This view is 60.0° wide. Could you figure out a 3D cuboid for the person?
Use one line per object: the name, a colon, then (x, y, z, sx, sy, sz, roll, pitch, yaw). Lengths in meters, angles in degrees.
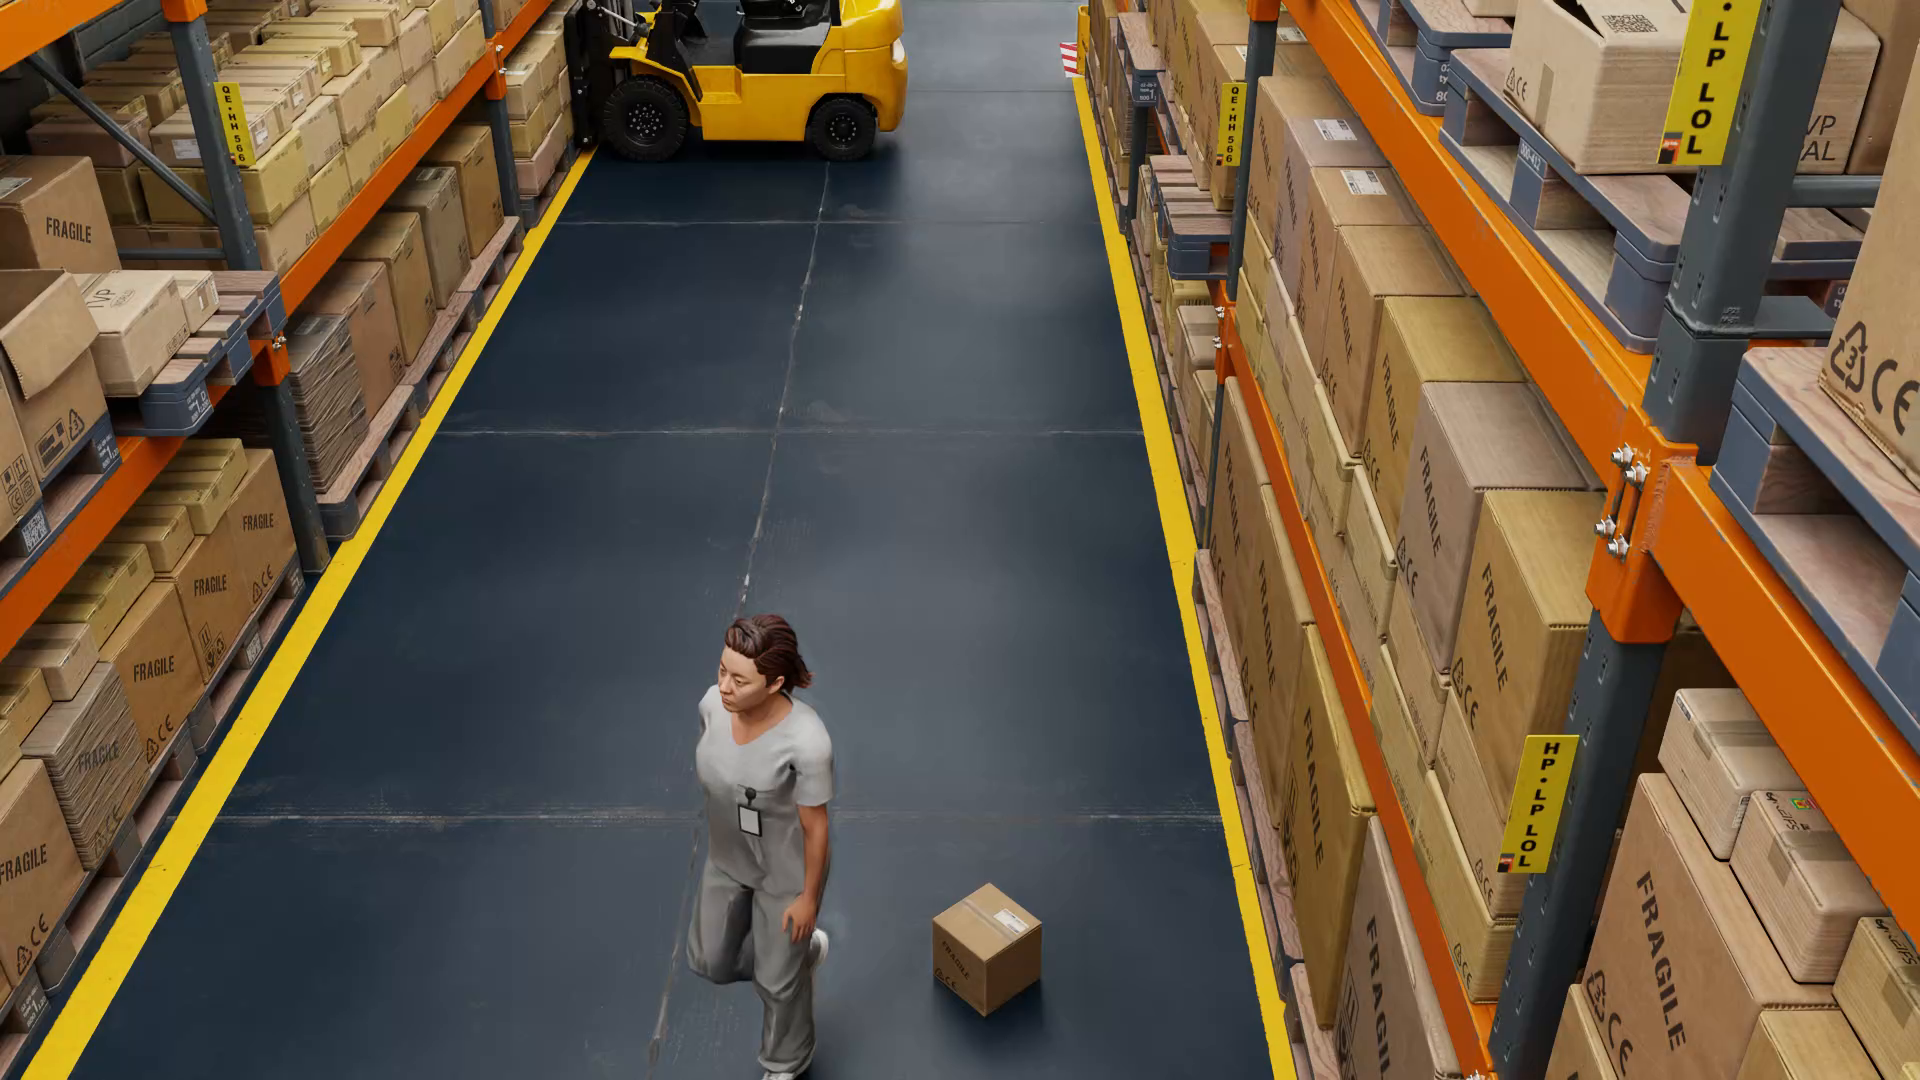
person: (-0.509, 0.878, 4.667, 0.452, 1.662, 0.521, 18, 36, 27)
